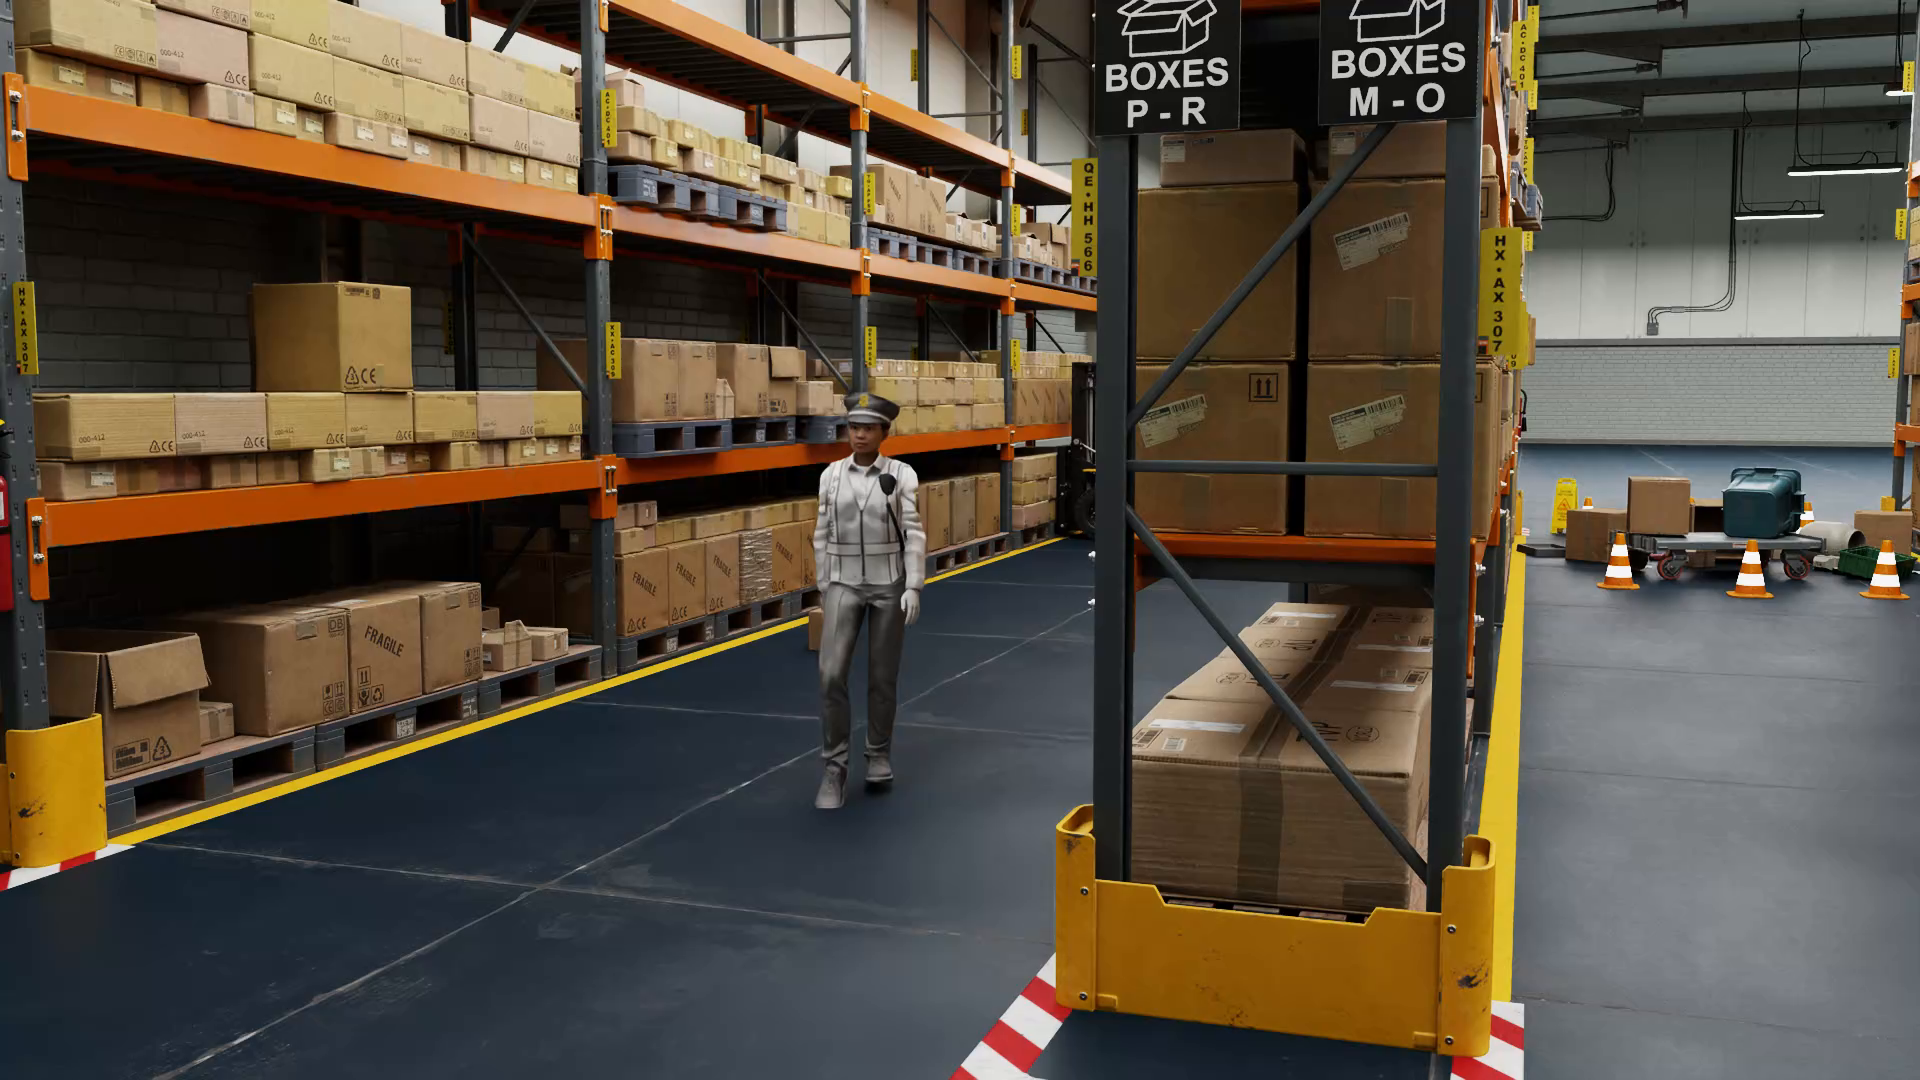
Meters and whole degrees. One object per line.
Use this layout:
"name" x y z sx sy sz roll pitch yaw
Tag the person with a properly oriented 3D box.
"person" 3.599 -0.323 10.279 7.954 2.202 7.570 0 5 4
